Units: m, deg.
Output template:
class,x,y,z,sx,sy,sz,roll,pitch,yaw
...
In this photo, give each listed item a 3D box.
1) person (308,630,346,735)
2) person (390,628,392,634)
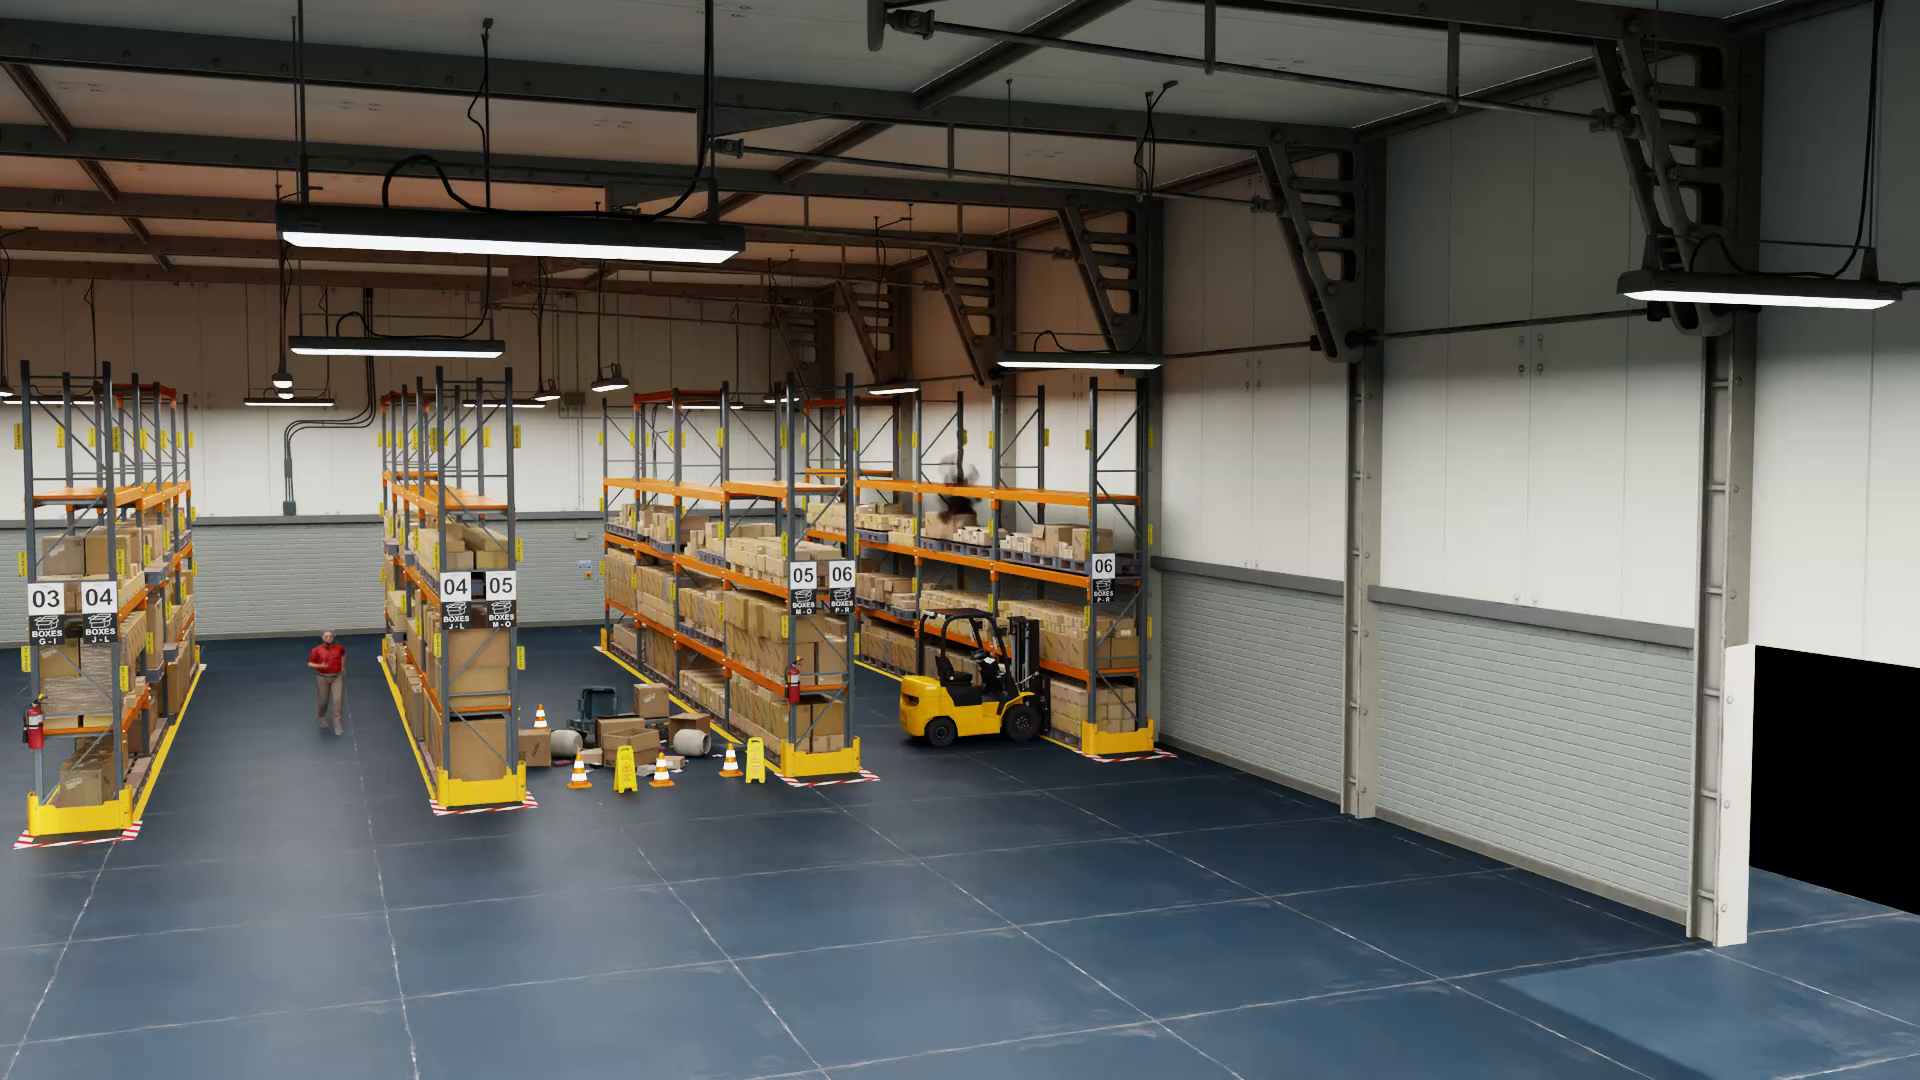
class,x,y,z,sx,sy,sz,roll,pitch,yaw
person,-10.773,2.412,28.393,0.659,1.737,0.945,-2,4,-32
person,-12.968,1.848,38.696,0.547,1.665,0.662,-3,5,-40
